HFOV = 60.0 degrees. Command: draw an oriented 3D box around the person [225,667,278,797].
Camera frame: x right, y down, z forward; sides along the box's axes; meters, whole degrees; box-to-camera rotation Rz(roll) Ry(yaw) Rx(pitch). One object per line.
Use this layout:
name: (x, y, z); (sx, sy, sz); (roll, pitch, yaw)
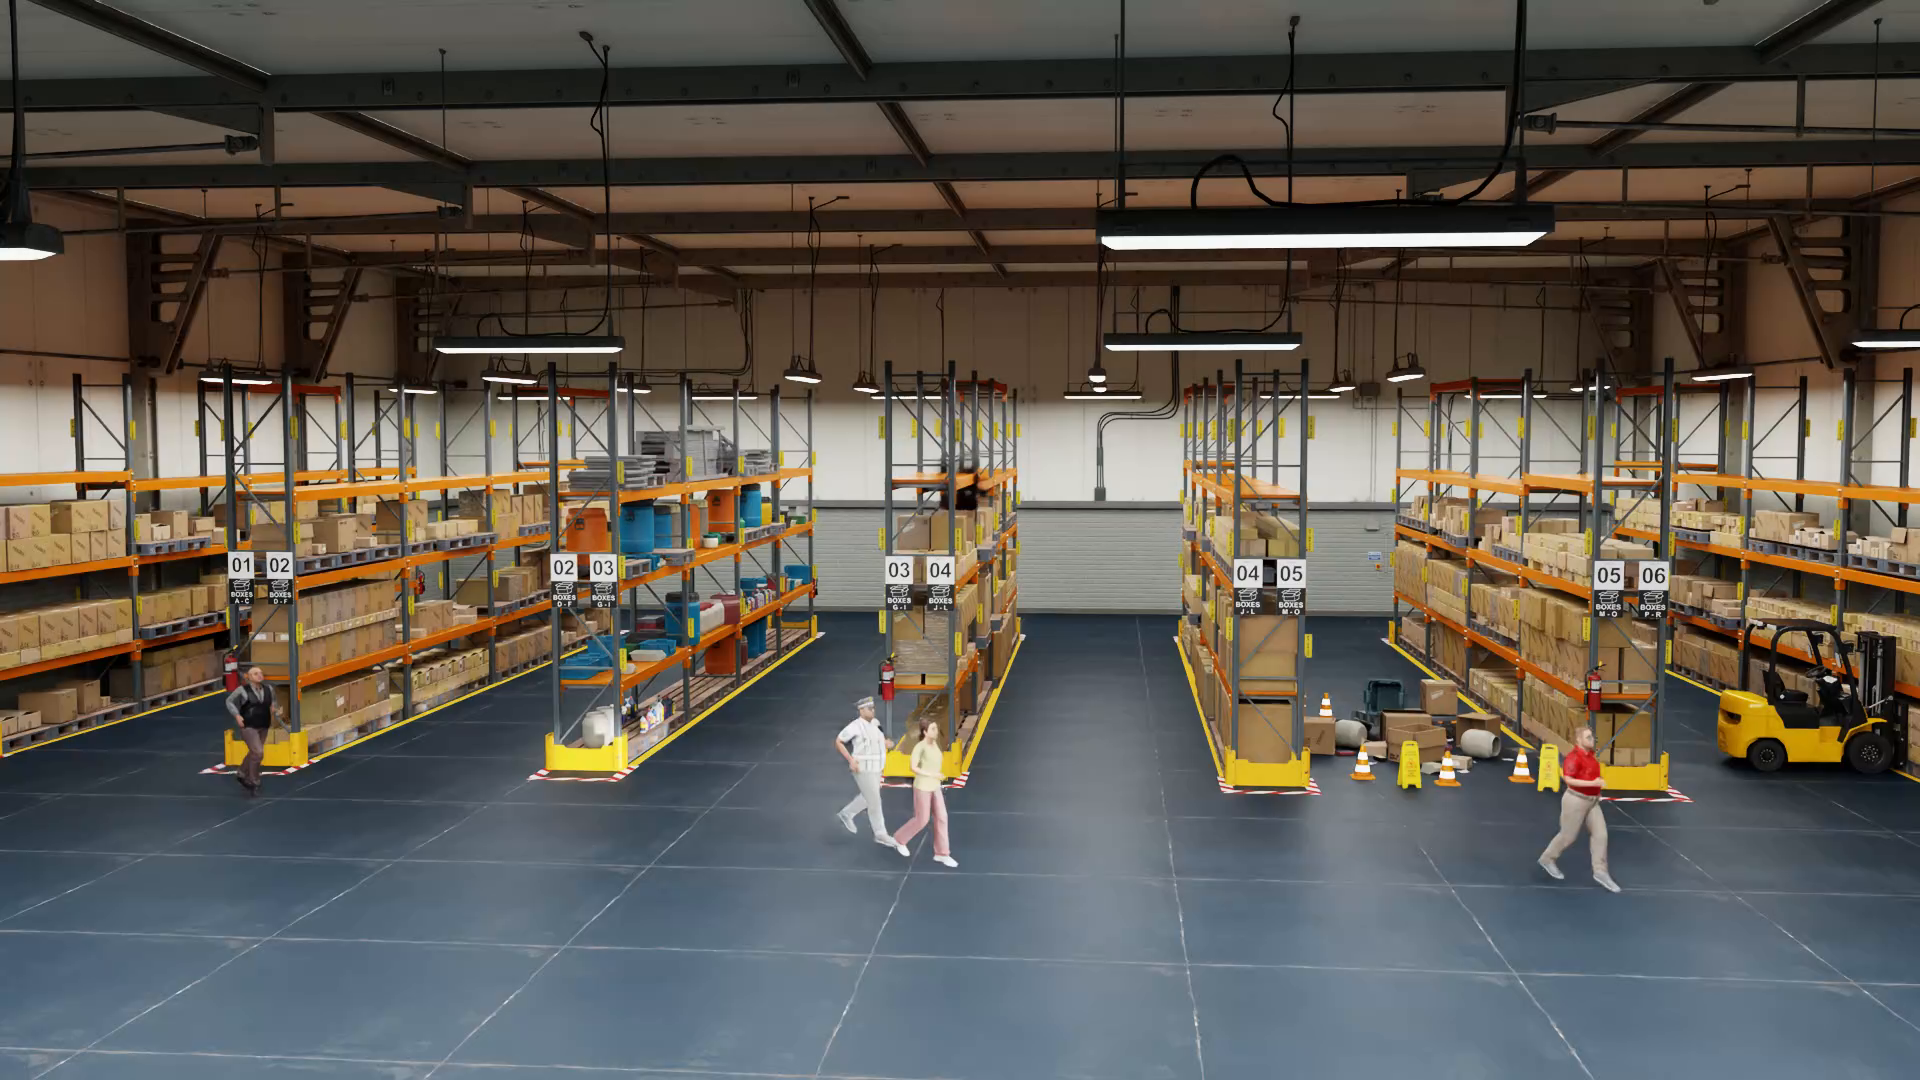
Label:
person: (-9.764, 2.640, 23.012); (0.732, 1.790, 0.662); (3, 5, 34)

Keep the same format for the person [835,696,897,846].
person: (-1.115, 2.767, 20.170); (0.969, 1.766, 0.663); (2, 4, 31)

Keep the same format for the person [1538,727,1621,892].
person: (6.791, 2.934, 18.263); (0.645, 1.769, 0.885); (-3, 5, -38)

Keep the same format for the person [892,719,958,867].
person: (-0.403, 2.900, 19.258); (0.848, 1.688, 0.598); (2, 4, 33)
